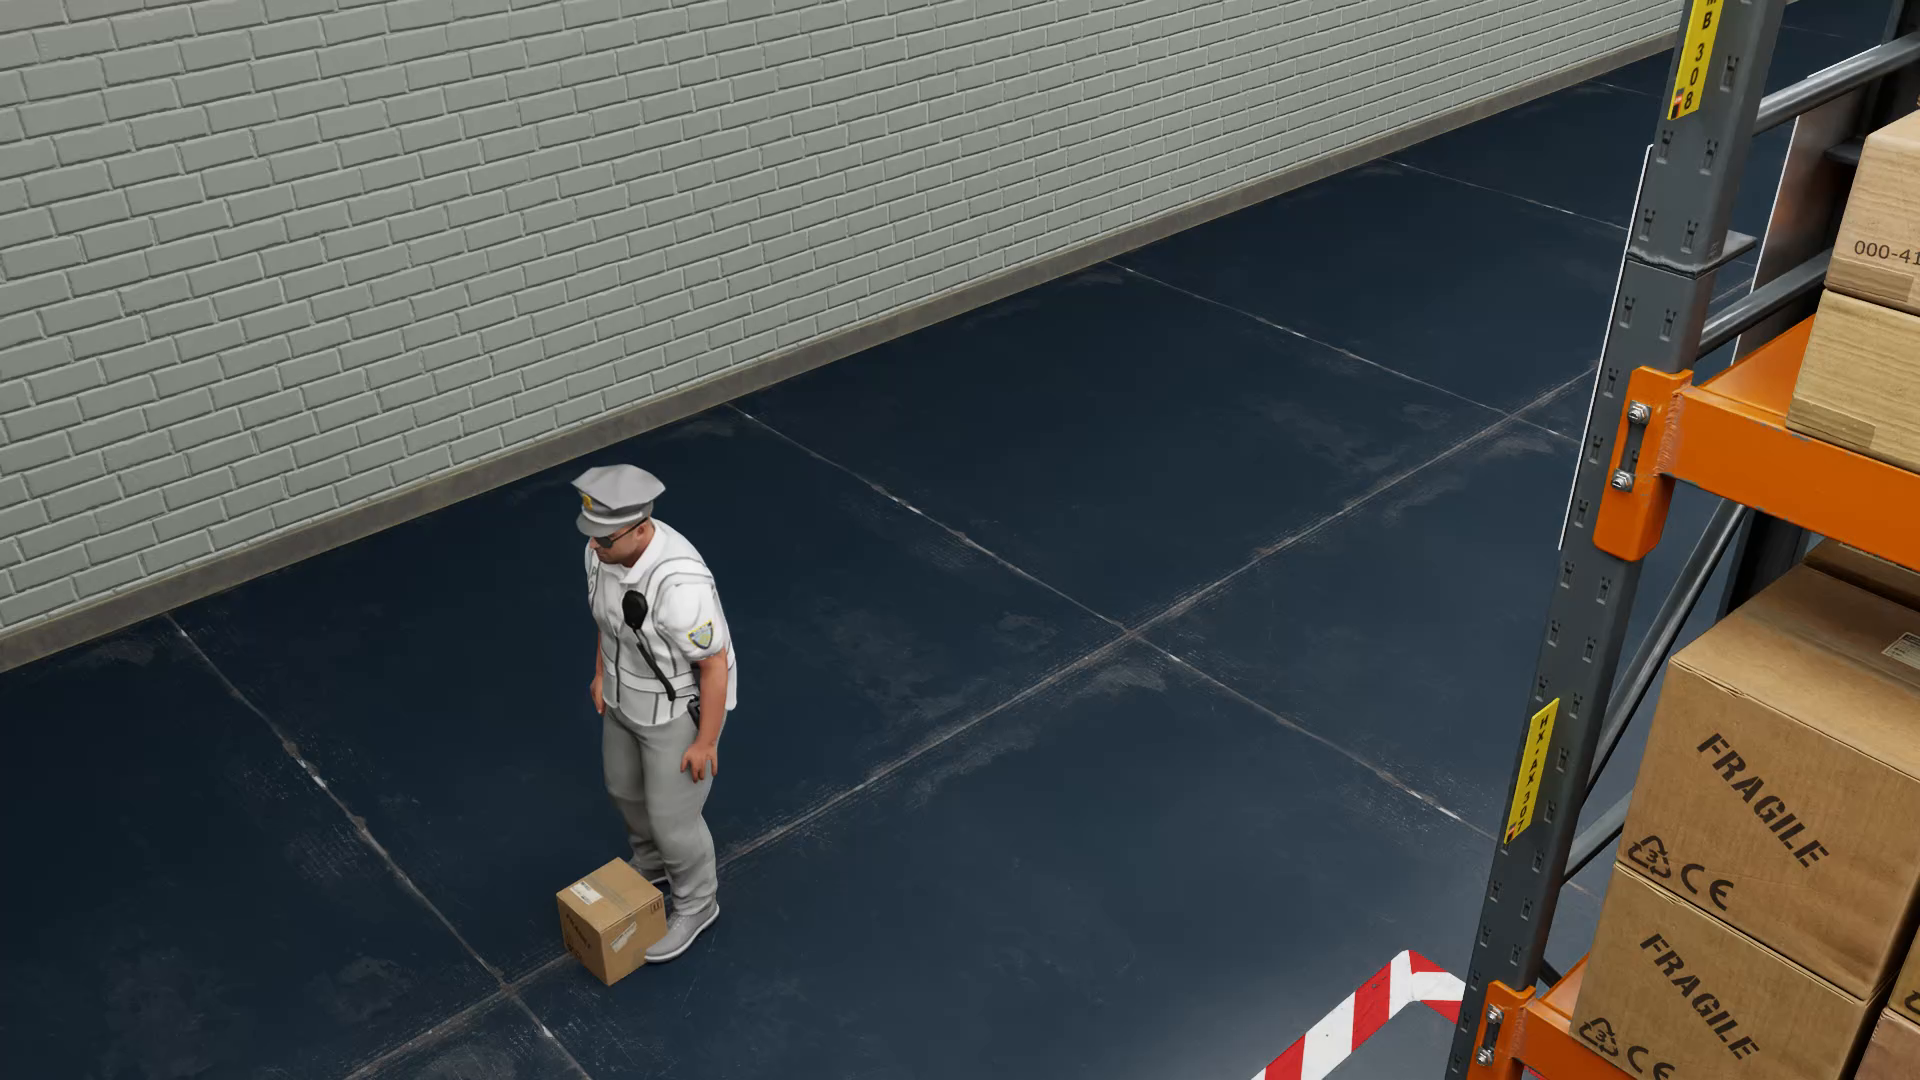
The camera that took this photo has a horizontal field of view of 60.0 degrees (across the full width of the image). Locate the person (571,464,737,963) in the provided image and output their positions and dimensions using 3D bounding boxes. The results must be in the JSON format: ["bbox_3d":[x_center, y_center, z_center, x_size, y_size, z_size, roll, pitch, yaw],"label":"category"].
[{"bbox_3d":[-0.965,0.527,5.270,0.595,1.746,0.480,27,41,36],"label":"person"}]
